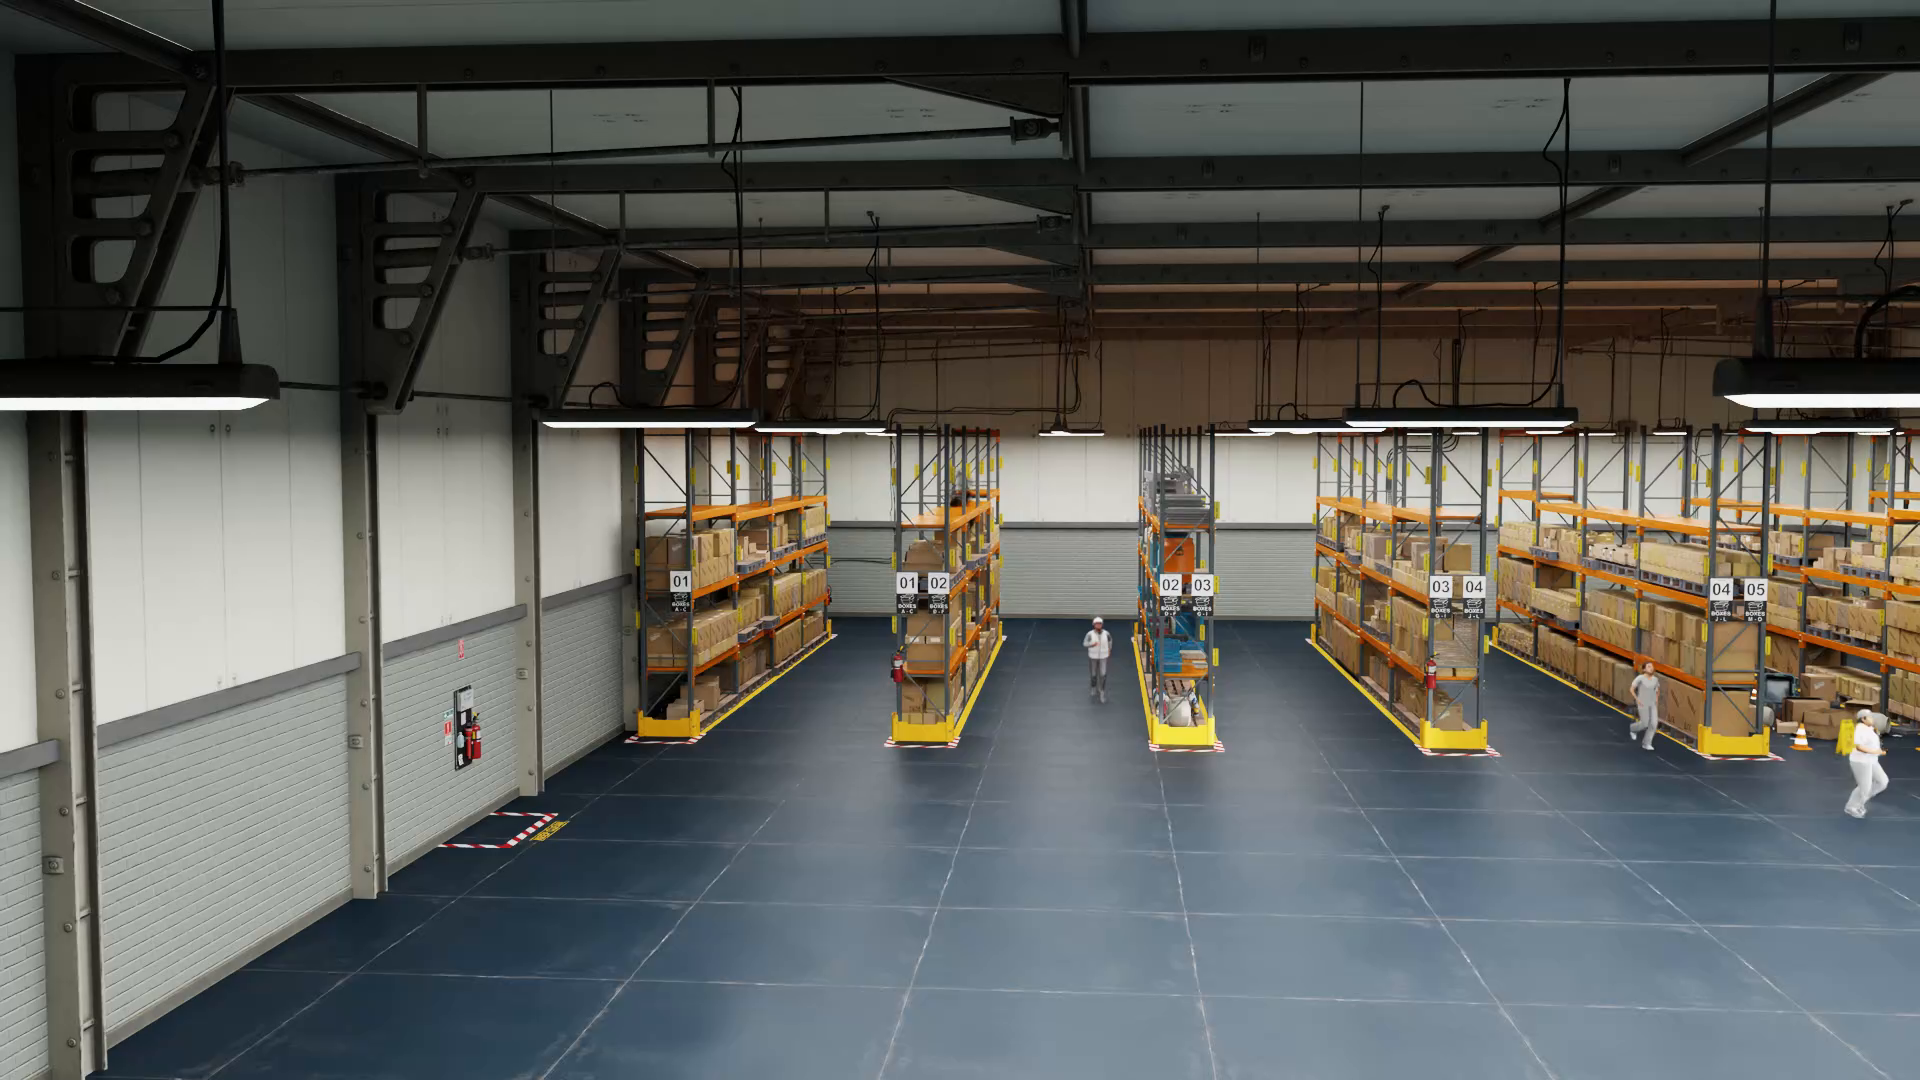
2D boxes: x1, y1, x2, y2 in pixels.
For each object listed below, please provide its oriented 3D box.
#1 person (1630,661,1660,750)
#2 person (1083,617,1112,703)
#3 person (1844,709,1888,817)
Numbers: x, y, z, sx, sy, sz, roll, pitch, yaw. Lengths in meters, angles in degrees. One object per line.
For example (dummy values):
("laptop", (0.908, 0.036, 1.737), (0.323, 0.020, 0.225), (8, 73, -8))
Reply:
("person", (12.665, 3.036, 30.742), (0.586, 1.614, 0.666), (-1, 4, -12))
("person", (3.016, 2.597, 36.403), (0.658, 1.826, 0.828), (0, 3, -1))
("person", (13.690, 3.365, 25.103), (0.570, 1.639, 0.661), (3, 5, 43))
